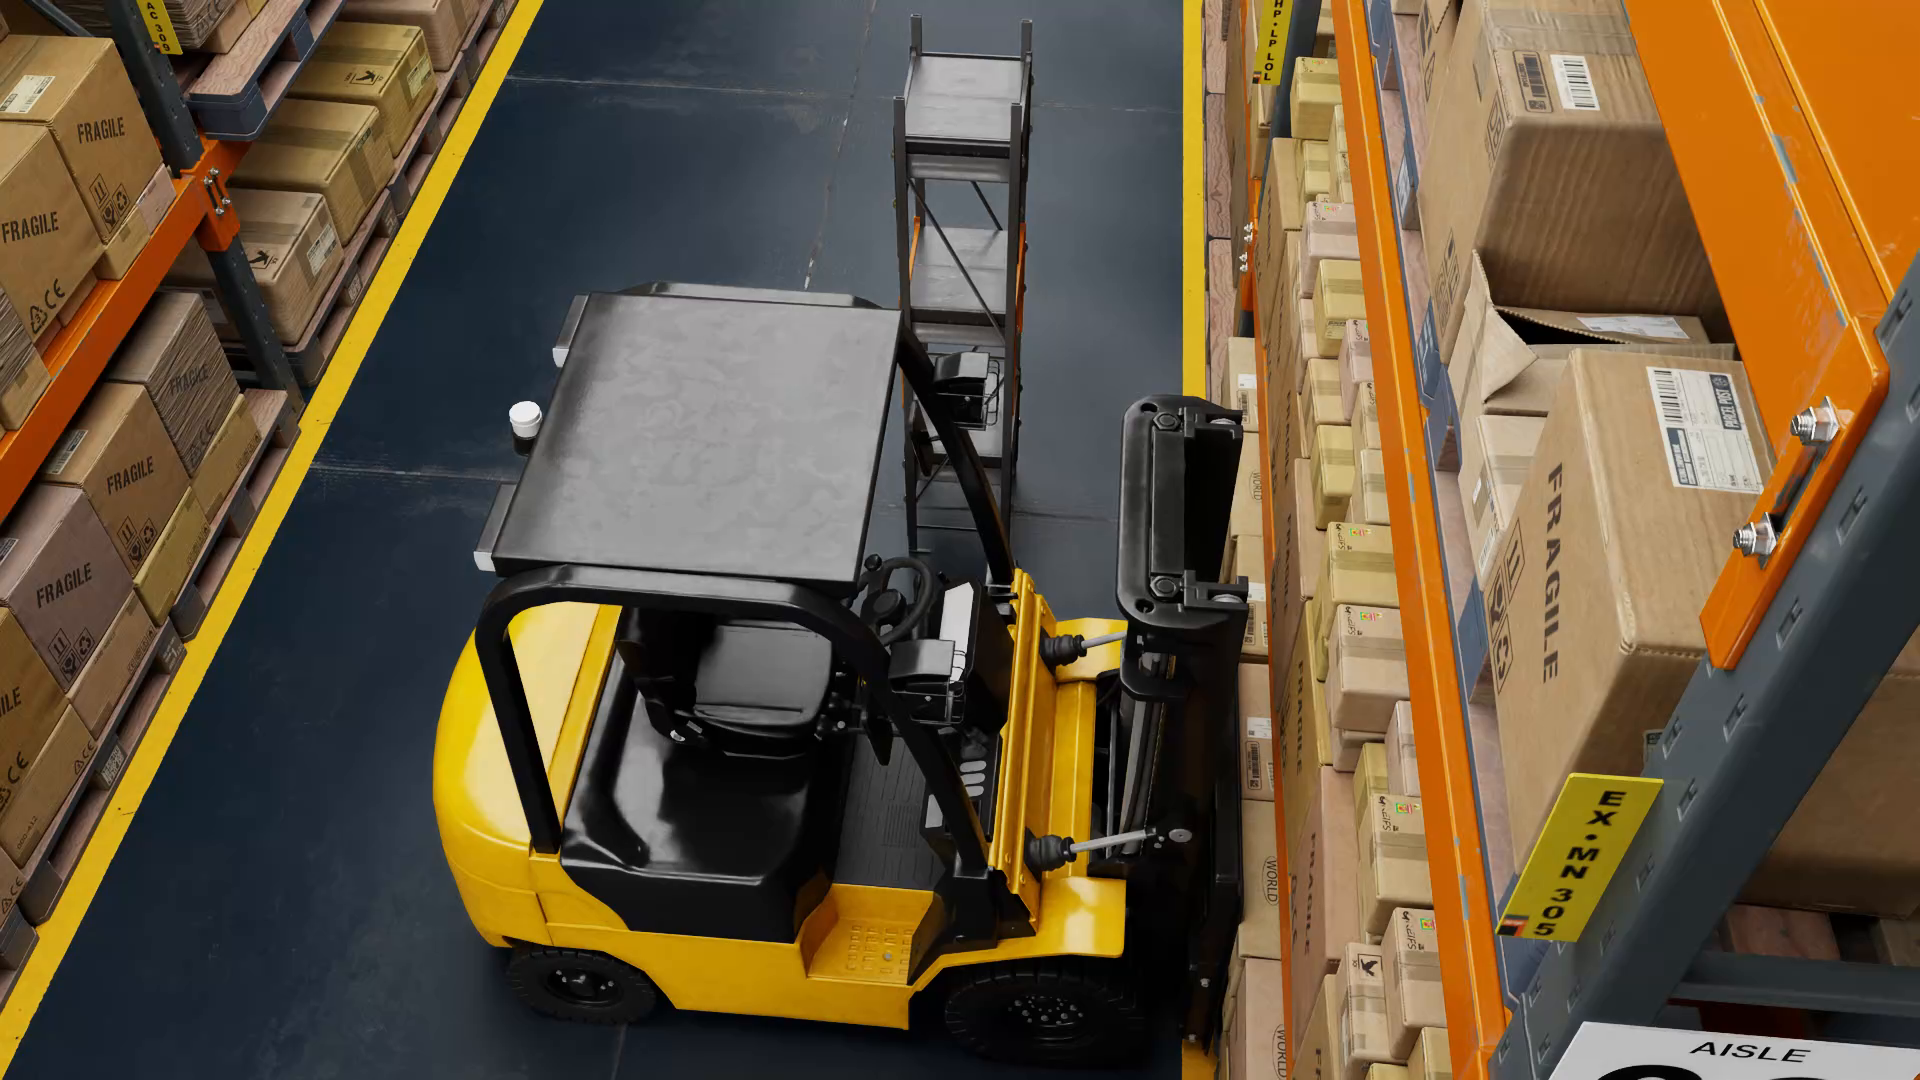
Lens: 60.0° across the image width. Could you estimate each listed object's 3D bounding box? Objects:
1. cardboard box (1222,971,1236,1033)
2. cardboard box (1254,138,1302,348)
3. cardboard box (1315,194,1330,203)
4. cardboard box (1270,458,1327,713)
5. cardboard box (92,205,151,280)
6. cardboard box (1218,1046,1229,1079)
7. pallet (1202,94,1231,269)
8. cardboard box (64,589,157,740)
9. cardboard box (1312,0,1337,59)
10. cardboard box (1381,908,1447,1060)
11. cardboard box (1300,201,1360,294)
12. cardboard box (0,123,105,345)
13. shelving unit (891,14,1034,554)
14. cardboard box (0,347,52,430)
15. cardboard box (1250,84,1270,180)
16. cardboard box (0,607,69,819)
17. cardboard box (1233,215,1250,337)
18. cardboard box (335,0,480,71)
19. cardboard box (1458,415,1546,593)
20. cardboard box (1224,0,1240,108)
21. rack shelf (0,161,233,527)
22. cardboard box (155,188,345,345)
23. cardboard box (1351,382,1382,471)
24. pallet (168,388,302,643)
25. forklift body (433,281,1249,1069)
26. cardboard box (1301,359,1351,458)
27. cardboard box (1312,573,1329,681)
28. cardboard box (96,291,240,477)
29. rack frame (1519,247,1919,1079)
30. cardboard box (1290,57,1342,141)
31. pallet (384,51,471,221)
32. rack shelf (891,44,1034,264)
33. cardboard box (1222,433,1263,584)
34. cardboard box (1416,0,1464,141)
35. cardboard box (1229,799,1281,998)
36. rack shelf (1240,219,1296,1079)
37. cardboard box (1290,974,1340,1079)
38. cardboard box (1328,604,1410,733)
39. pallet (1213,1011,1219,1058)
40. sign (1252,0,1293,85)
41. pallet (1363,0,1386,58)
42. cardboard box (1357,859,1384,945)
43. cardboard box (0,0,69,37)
[{"bbox_3d":[1.028,1.174,4.884,0.500,0.250,0.500,3,48,3],"label":"cardboard box"},{"bbox_3d":[1.277,-0.981,5.547,0.500,0.500,0.500,3,48,2],"label":"cardboard box"},{"bbox_3d":[1.268,-0.908,5.040,0.380,0.149,0.250,4,48,3],"label":"cardboard box"},{"bbox_3d":[1.134,0.143,4.518,0.500,0.500,0.500,4,48,4],"label":"cardboard box"},{"bbox_3d":[-3.108,-1.061,5.858,0.380,0.149,0.250,5,48,4],"label":"cardboard box"},{"bbox_3d":[0.995,1.739,4.706,0.500,0.250,0.500,4,48,4],"label":"cardboard box"},{"bbox_3d":[1.714,-1.758,8.214,1.003,0.211,1.213,4,48,4],"label":"pallet"},{"bbox_3d":[-3.242,0.417,5.914,0.500,0.250,0.500,5,48,4],"label":"cardboard box"},{"bbox_3d":[1.387,-1.774,5.833,0.380,0.149,0.250,5,48,5],"label":"cardboard box"},{"bbox_3d":[1.027,0.870,3.213,0.380,0.149,0.250,4,48,4],"label":"cardboard box"},{"bbox_3d":[1.179,-0.826,4.764,0.380,0.149,0.250,5,48,4],"label":"cardboard box"},{"bbox_3d":[-3.199,-0.999,5.361,0.500,0.500,0.500,5,48,5],"label":"cardboard box"},{"bbox_3d":[0.015,-0.830,6.086,0.431,2.100,0.503,4,48,4],"label":"shelving unit"},{"bbox_3d":[-3.181,-0.498,5.343,0.380,0.149,0.250,3,48,3],"label":"cardboard box"},{"bbox_3d":[1.362,-1.593,6.276,0.500,0.250,0.500,5,48,4],"label":"cardboard box"},{"bbox_3d":[-3.283,0.542,5.292,0.500,0.500,0.500,5,48,4],"label":"cardboard box"},{"bbox_3d":[1.613,-0.980,6.938,0.875,0.625,0.625,6,48,5],"label":"cardboard box"},{"bbox_3d":[-3.122,-2.824,8.796,0.950,0.372,0.625,3,48,3],"label":"cardboard box"},{"bbox_3d":[0.986,-0.049,2.547,0.380,0.149,0.250,3,48,2],"label":"cardboard box"},{"bbox_3d":[1.819,-2.597,8.417,0.875,0.625,0.625,5,48,5],"label":"cardboard box"},{"bbox_3d":[-3.549,0.126,5.090,1.077,0.370,4.000,4,48,4],"label":"rack shelf"},{"bbox_3d":[-3.321,-1.227,7.336,0.950,0.372,0.625,4,48,4],"label":"cardboard box"},{"bbox_3d":[1.209,-0.258,4.244,0.380,0.149,0.250,4,48,4],"label":"cardboard box"},{"bbox_3d":[-3.392,-0.150,6.744,1.003,0.211,1.213,4,48,4],"label":"pallet"},{"bbox_3d":[-0.431,0.454,4.877,2.313,2.155,1.214,4,48,4],"label":"forklift body"},{"bbox_3d":[1.141,-0.353,4.533,0.380,0.149,0.250,2,48,2],"label":"cardboard box"},{"bbox_3d":[1.058,0.213,4.015,0.380,0.149,0.250,4,48,4],"label":"cardboard box"},{"bbox_3d":[-3.153,-0.601,6.337,0.500,0.500,0.500,3,48,3],"label":"cardboard box"},{"bbox_3d":[1.213,-0.341,0.964,1.000,3.000,0.127,4,48,4],"label":"rack frame"},{"bbox_3d":[1.253,-1.394,5.284,0.380,0.149,0.250,5,48,4],"label":"cardboard box"},{"bbox_3d":[-3.188,-2.117,8.543,1.003,0.211,1.213,4,48,4],"label":"pallet"},{"bbox_3d":[0.015,-1.294,5.580,0.431,0.518,0.480,4,48,4],"label":"rack shelf"},{"bbox_3d":[1.164,-0.097,5.707,0.500,0.250,0.500,4,48,4],"label":"cardboard box"},{"bbox_3d":[1.295,-1.054,3.226,0.797,0.503,0.637,5,48,5],"label":"cardboard box"},{"bbox_3d":[1.021,1.026,4.680,0.500,0.250,0.500,4,48,4],"label":"cardboard box"},{"bbox_3d":[1.395,0.457,4.787,1.077,0.370,4.000,4,48,4],"label":"rack shelf"},{"bbox_3d":[0.996,1.271,3.487,0.500,0.500,0.500,3,48,3],"label":"cardboard box"},{"bbox_3d":[1.034,0.299,3.735,0.380,0.149,0.250,5,48,4],"label":"cardboard box"},{"bbox_3d":[1.354,1.166,5.540,1.003,0.211,1.213,4,48,4],"label":"pallet"},{"bbox_3d":[1.036,-1.649,5.494,0.100,0.325,0.005,4,48,4],"label":"sign"},{"bbox_3d":[1.525,-1.610,4.217,1.003,0.211,1.213,4,48,4],"label":"pallet"},{"bbox_3d":[1.043,0.781,3.495,0.380,0.149,0.250,5,48,4],"label":"cardboard box"},{"bbox_3d":[-3.553,-2.217,6.191,0.500,0.500,0.500,3,48,3],"label":"cardboard box"}]
